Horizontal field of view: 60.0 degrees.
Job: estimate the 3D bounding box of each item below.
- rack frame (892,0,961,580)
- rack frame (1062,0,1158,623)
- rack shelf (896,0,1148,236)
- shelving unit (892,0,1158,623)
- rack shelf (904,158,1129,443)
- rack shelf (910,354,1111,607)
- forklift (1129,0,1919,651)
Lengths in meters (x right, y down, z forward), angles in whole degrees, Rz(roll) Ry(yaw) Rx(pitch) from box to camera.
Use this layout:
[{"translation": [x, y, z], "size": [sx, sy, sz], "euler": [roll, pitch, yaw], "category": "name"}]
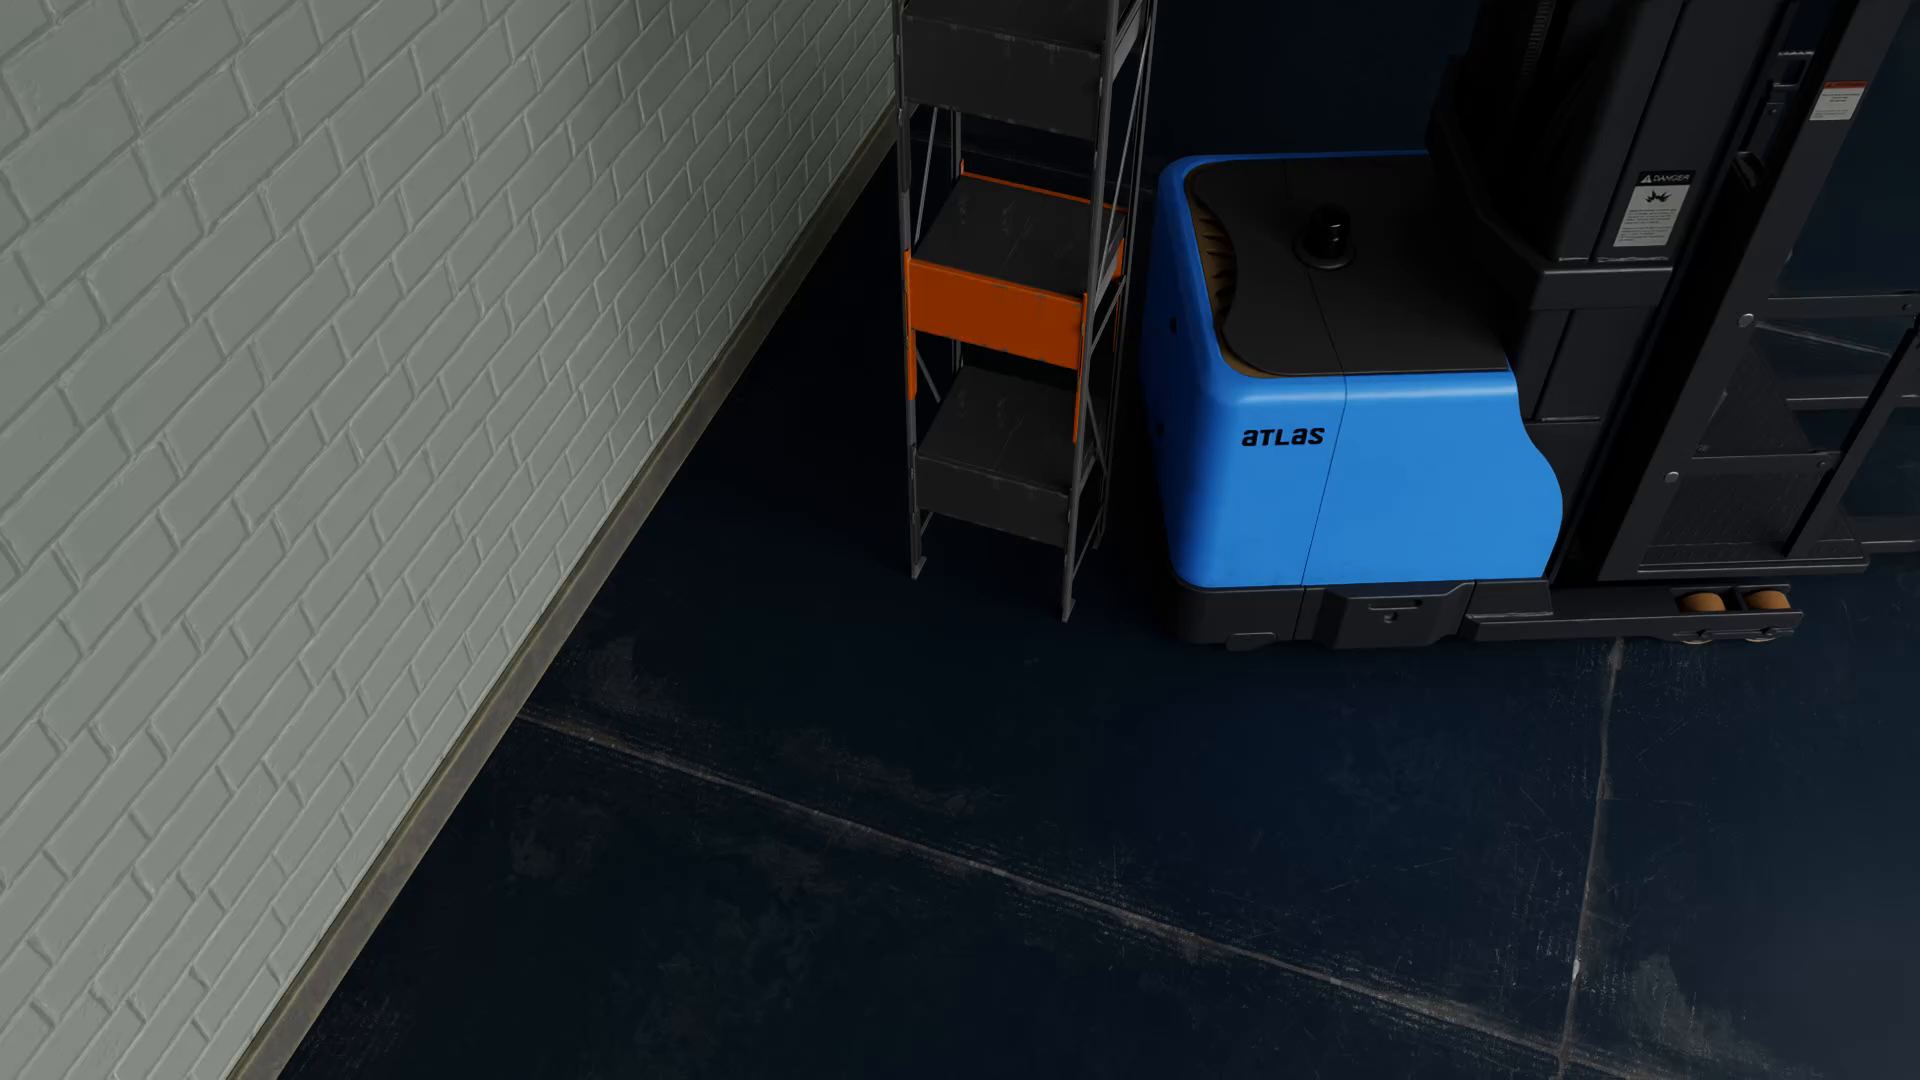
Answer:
[{"translation": [-0.074, -0.708, 4.474], "size": [0.015, 2.100, 0.400], "euler": [16, 51, 13], "category": "rack frame"}, {"translation": [0.384, -0.580, 4.364], "size": [0.015, 2.100, 0.400], "euler": [16, 51, 13], "category": "rack frame"}, {"translation": [0.155, -1.094, 3.900], "size": [0.480, 0.518, 0.431], "euler": [16, 51, 13], "category": "rack shelf"}, {"translation": [0.155, -0.644, 4.419], "size": [0.503, 2.100, 0.431], "euler": [16, 51, 13], "category": "shelving unit"}, {"translation": [0.155, -0.635, 4.429], "size": [0.480, 0.518, 0.431], "euler": [16, 51, 13], "category": "rack shelf"}, {"translation": [0.155, -0.177, 4.958], "size": [0.480, 0.518, 0.431], "euler": [16, 51, 13], "category": "rack shelf"}, {"translation": [2.091, -1.050, 4.220], "size": [3.031, 2.935, 1.130], "euler": [-2, 49, -2], "category": "forklift"}]
